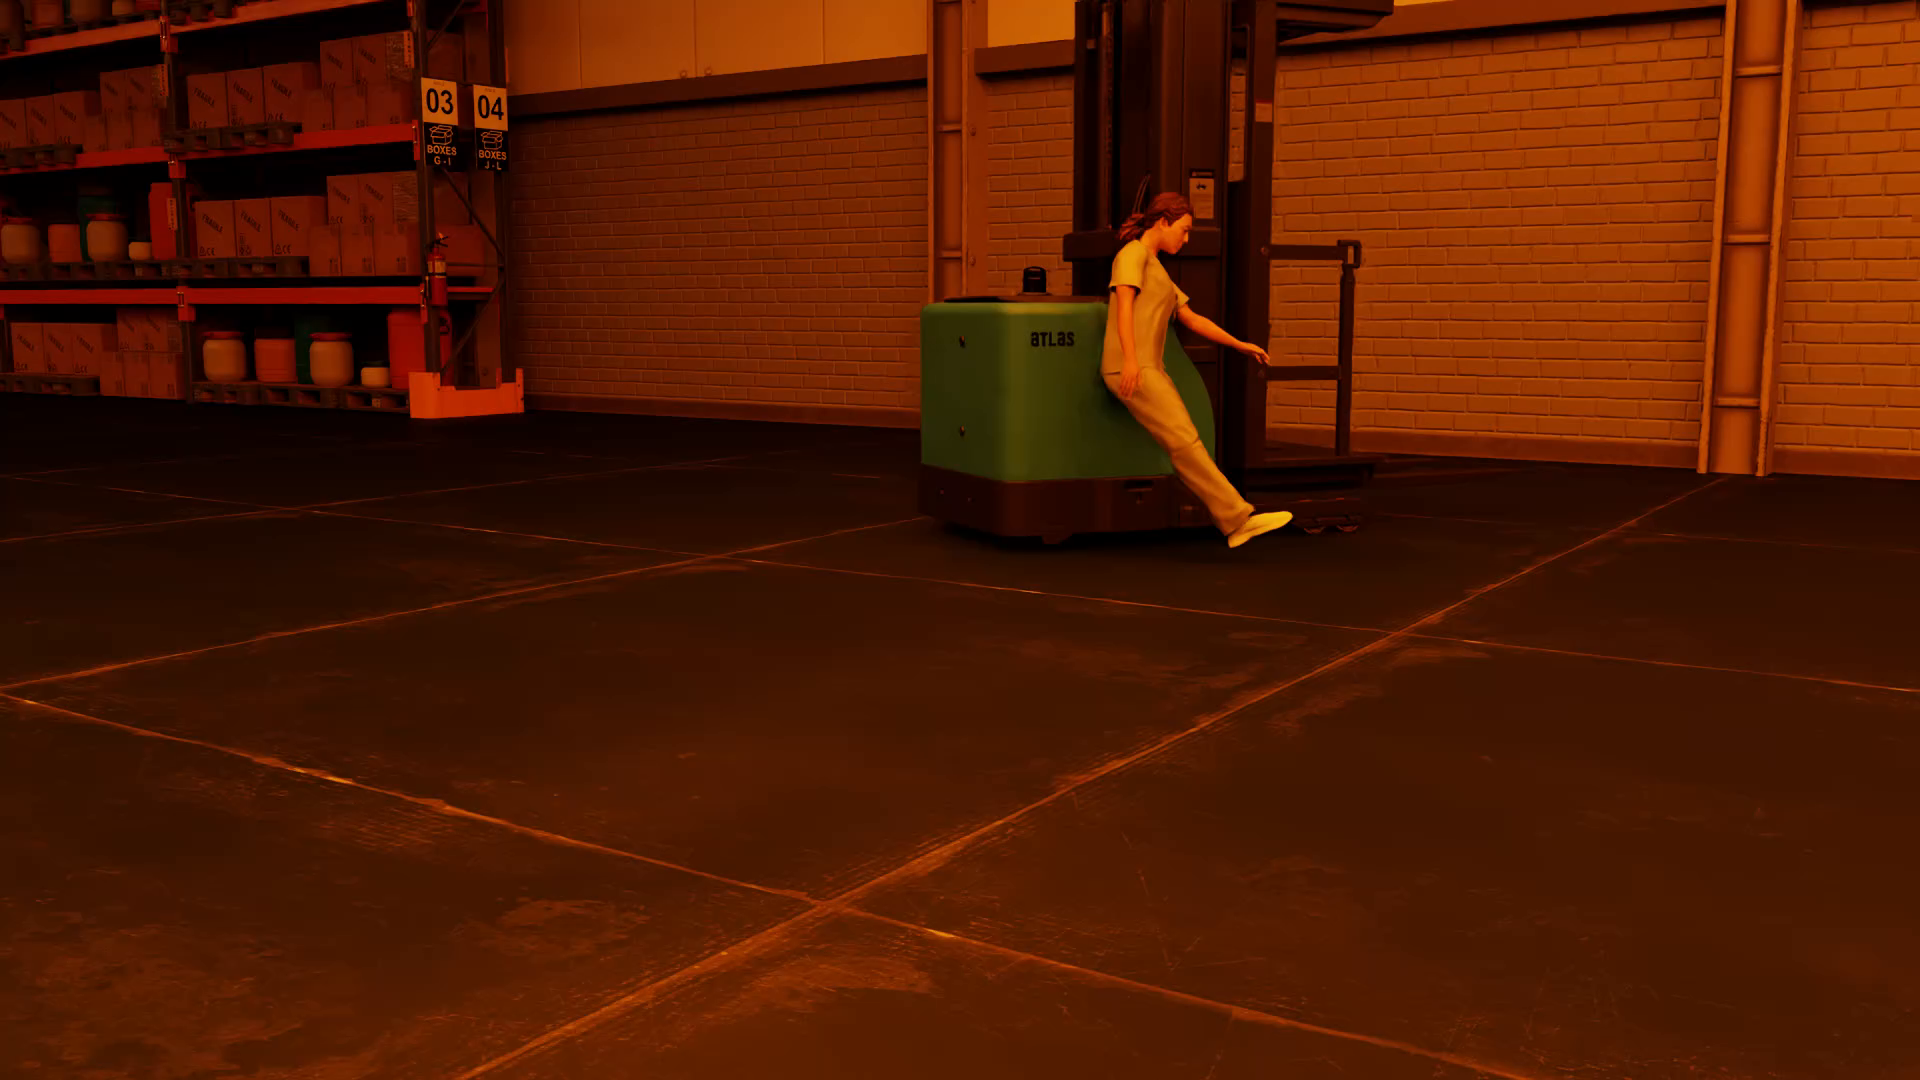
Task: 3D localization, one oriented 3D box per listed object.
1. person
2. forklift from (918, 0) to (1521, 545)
[{"bbox_3d":[1.005,-0.754,7.219,0.966,1.504,0.829,3,8,17],"label":"person"},{"bbox_3d":[1.361,-1.542,8.036,3.031,2.935,1.130,-4,9,-24],"label":"forklift"}]
